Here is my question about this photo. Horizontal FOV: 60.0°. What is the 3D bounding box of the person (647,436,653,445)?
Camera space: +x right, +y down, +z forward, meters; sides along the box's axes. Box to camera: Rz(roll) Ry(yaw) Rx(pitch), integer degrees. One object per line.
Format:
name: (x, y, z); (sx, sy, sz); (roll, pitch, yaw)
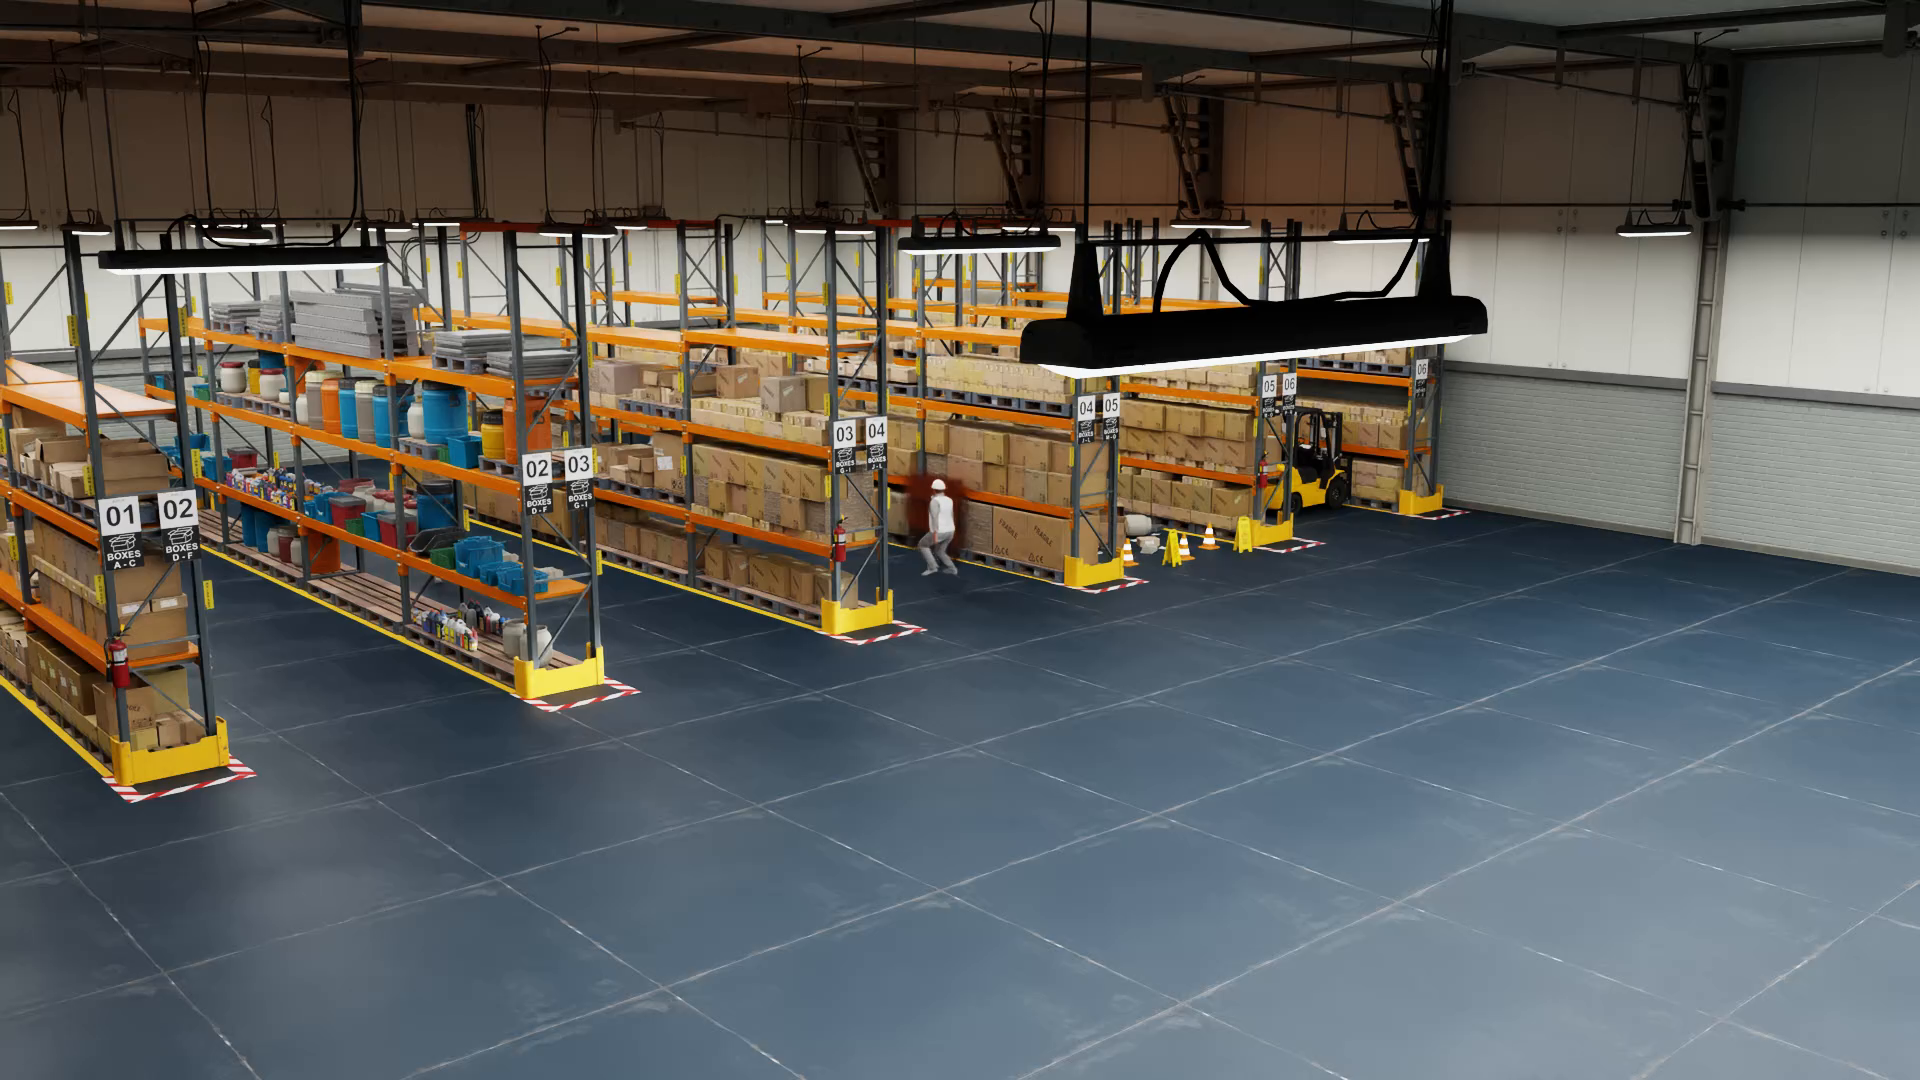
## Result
person: (-8.181, -3.421, 44.350); (0.527, 1.753, 0.966); (4, 12, 19)

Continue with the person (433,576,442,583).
person: (-8.797, -0.068, 28.026); (0.660, 1.655, 0.717); (-7, 14, -32)

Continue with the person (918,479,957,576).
person: (-0.324, -0.191, 27.622); (0.709, 1.612, 0.585); (10, 15, 41)
